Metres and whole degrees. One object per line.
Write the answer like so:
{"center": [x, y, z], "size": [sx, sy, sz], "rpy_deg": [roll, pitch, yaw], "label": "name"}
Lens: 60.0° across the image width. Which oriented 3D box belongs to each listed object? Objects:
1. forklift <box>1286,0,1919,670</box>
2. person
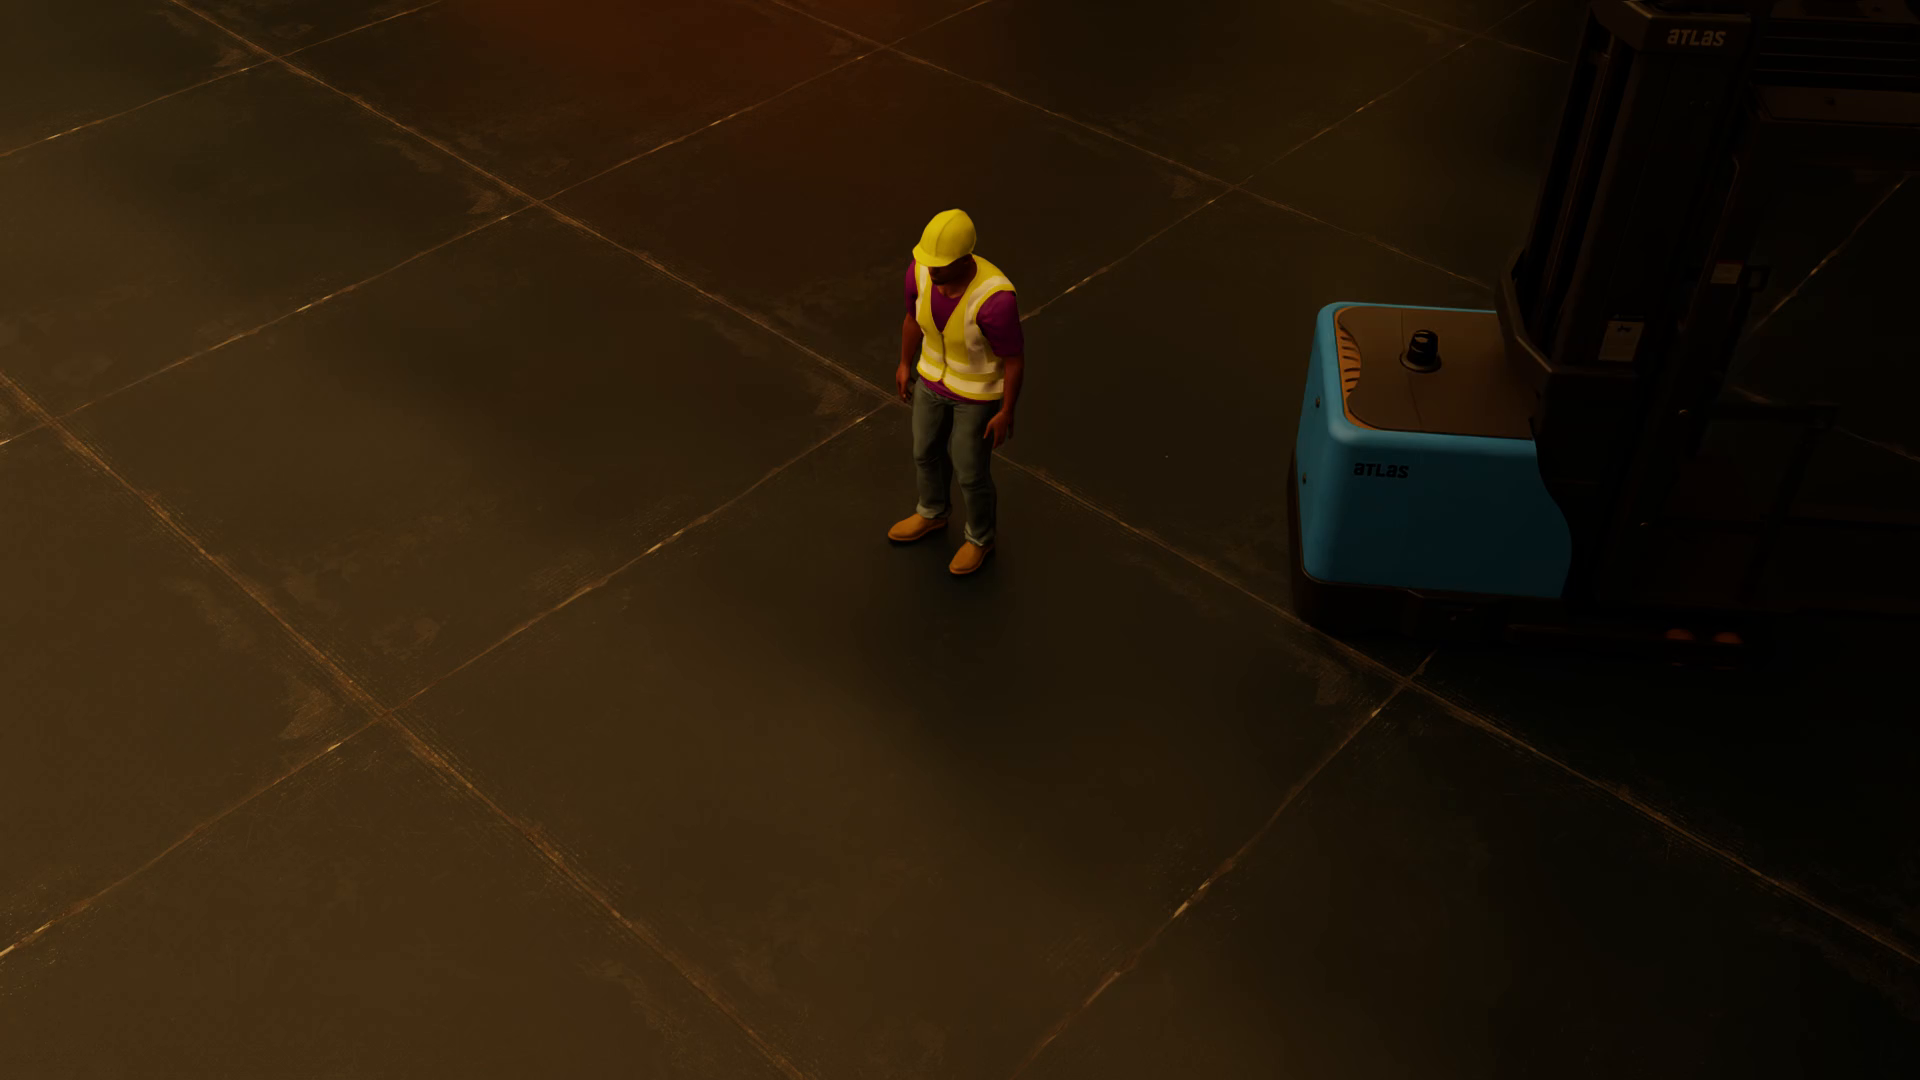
{"center": [3.003, -0.929, 6.511], "size": [3.031, 2.935, 1.130], "rpy_deg": [4, 41, 5], "label": "forklift"}
{"center": [-0.021, -0.644, 7.081], "size": [0.626, 1.760, 0.460], "rpy_deg": [29, 48, 30], "label": "person"}
